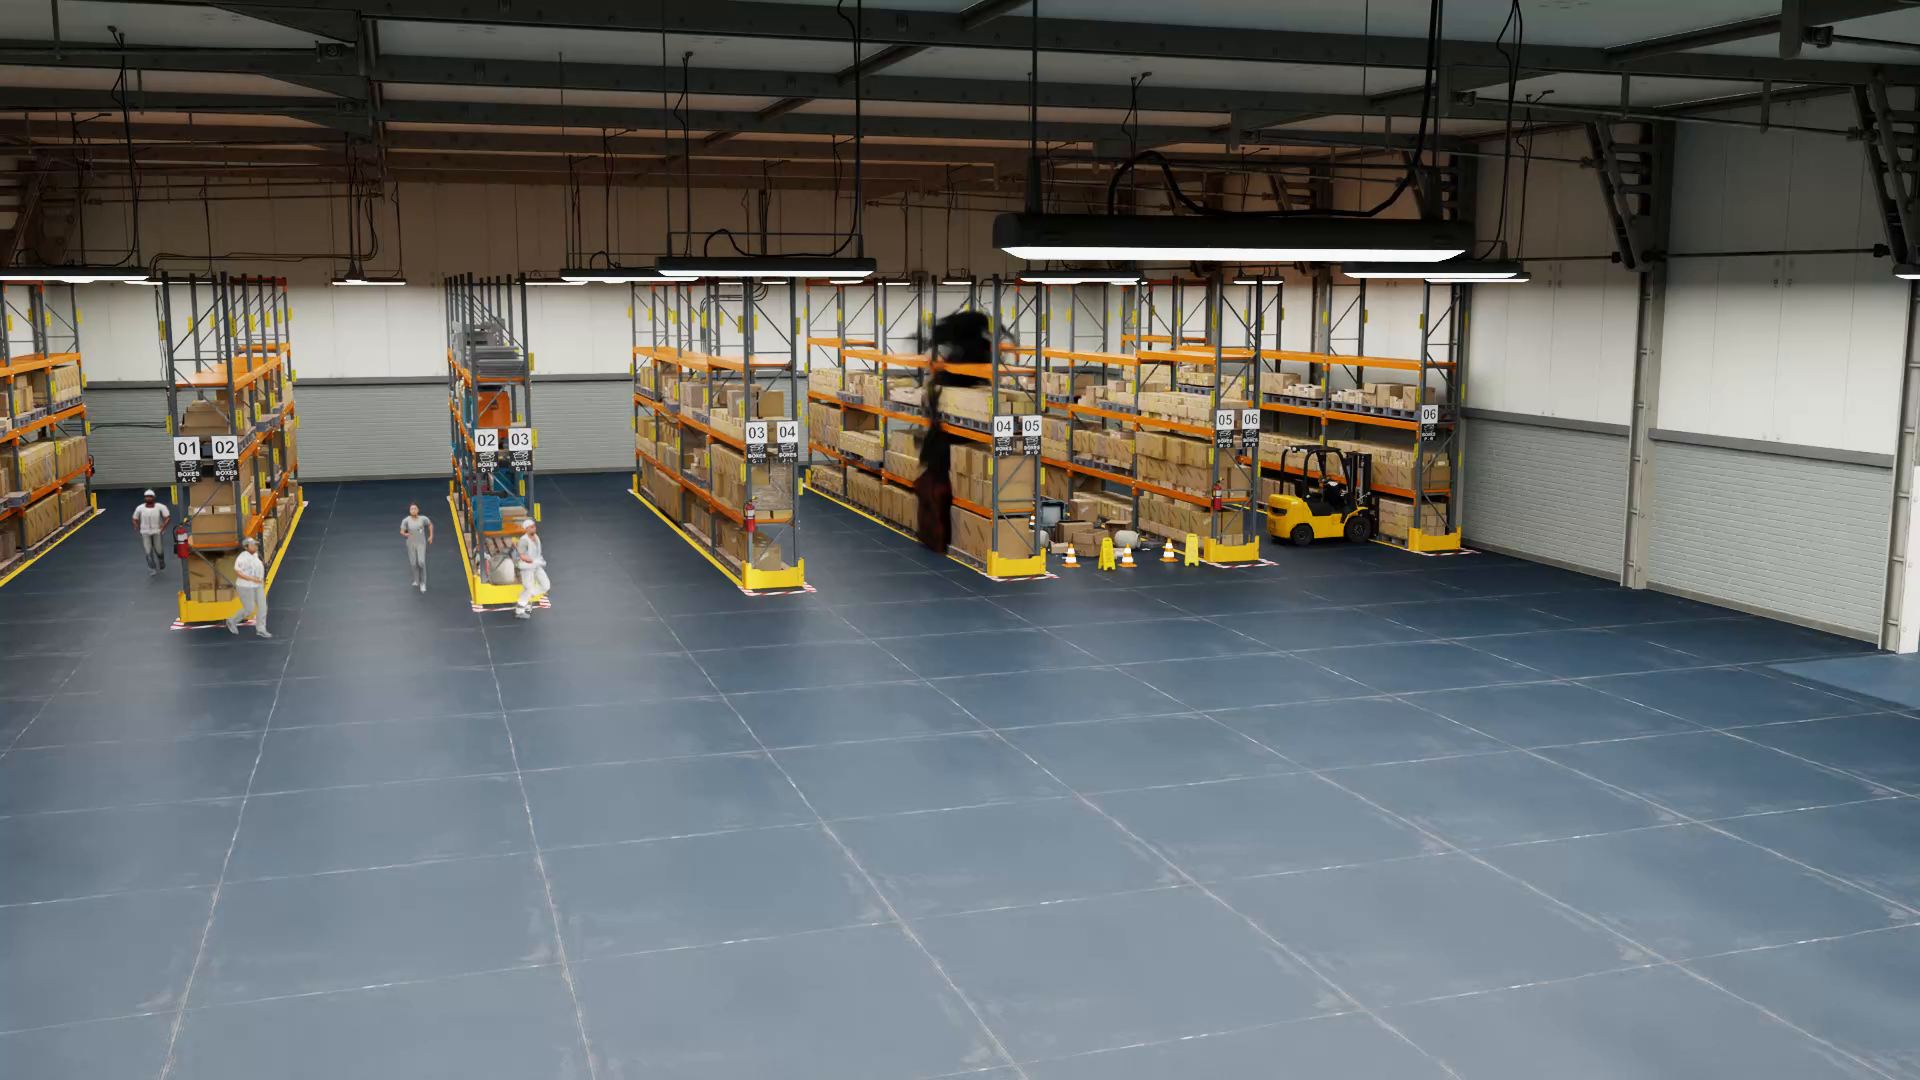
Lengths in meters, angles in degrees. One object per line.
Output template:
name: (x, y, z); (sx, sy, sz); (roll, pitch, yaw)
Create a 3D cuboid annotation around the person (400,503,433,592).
person: (-10.344, 0.149, 31.689); (0.584, 1.740, 0.732); (-2, 9, -14)

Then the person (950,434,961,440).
person: (-0.086, -2.805, 51.252); (0.791, 1.685, 0.660); (-1, 9, -4)

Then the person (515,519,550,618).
person: (-7.446, 0.495, 29.034); (0.698, 1.737, 0.696); (4, 9, 23)

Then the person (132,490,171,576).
person: (-16.228, -0.152, 33.394); (0.698, 1.718, 0.610); (-3, 9, -18)

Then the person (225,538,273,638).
person: (-11.754, 0.790, 27.477); (0.763, 1.675, 0.631); (2, 9, 11)
